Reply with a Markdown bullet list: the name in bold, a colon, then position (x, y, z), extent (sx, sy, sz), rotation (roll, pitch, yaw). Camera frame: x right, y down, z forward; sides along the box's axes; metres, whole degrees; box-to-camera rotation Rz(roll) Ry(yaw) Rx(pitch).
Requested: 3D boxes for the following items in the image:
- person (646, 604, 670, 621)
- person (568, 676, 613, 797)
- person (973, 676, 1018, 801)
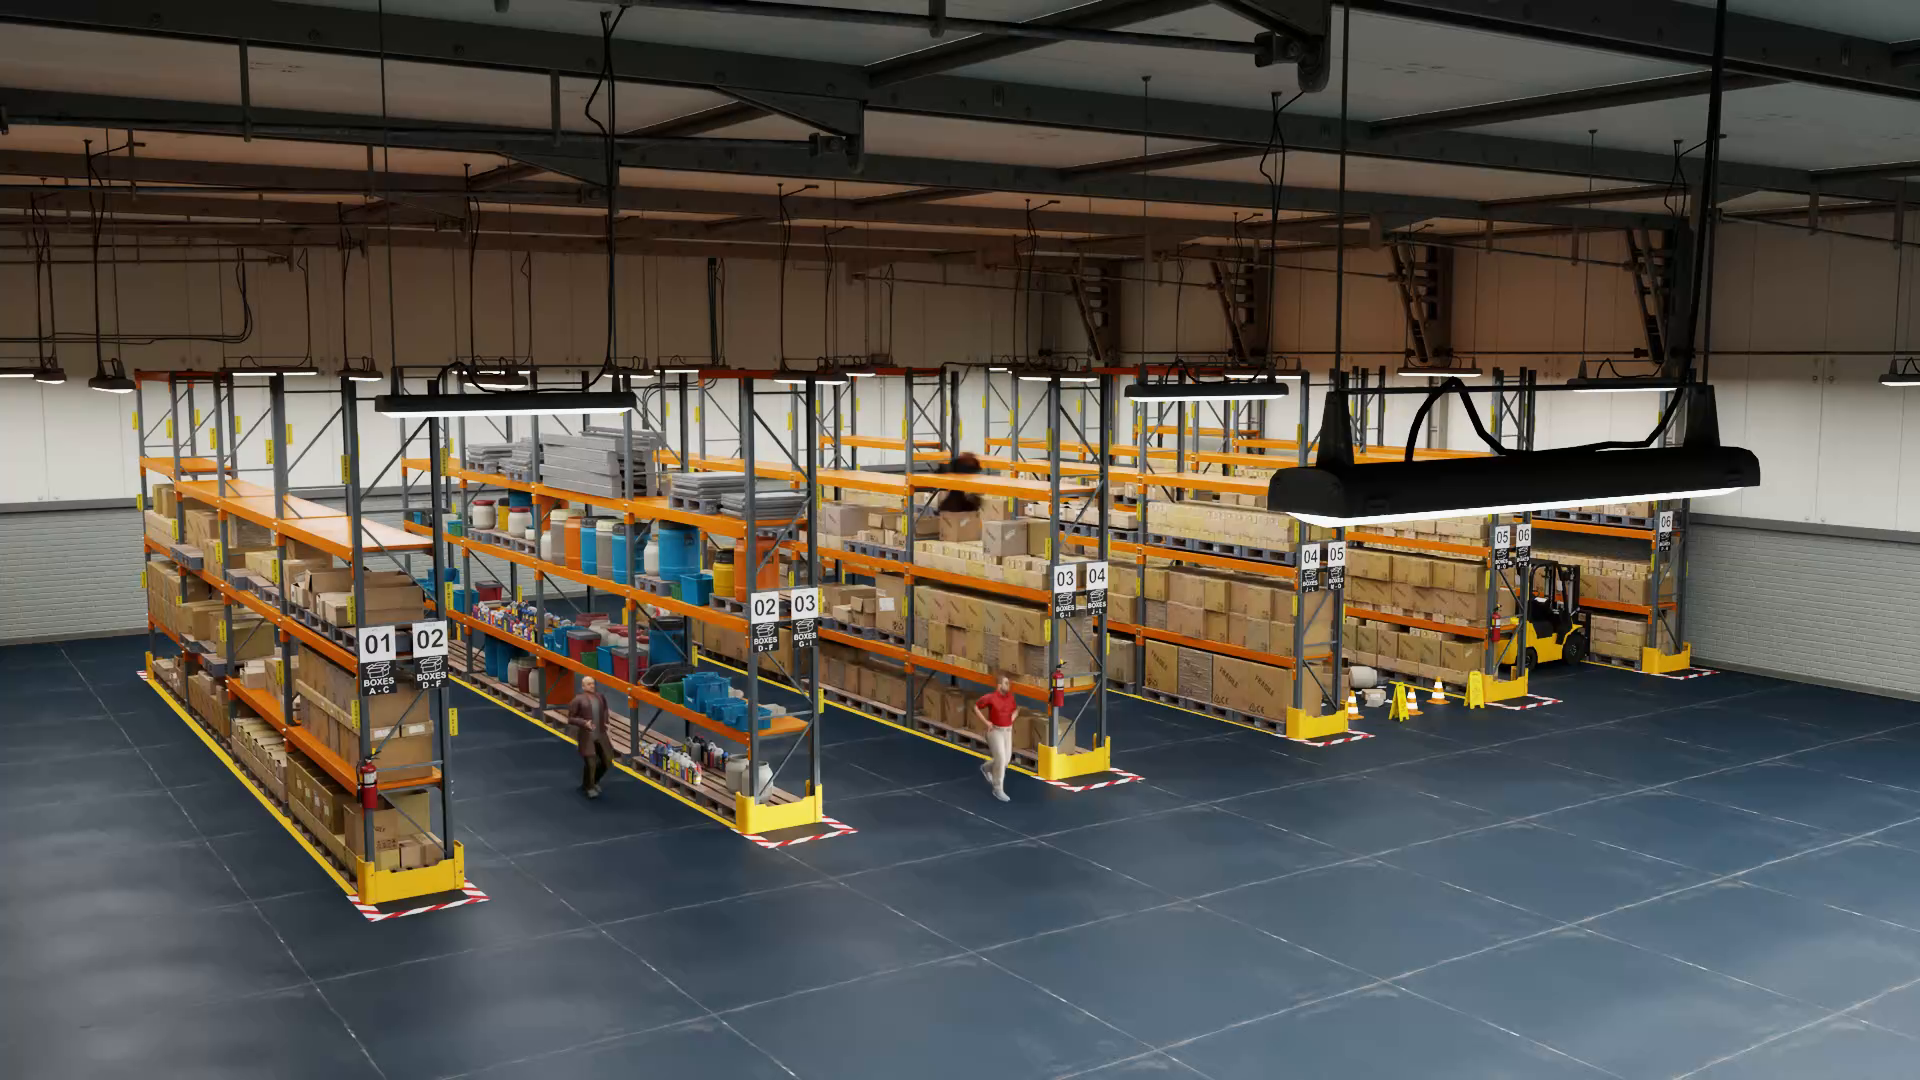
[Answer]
- **person**: position (-5.798, 1.794, 32.360), extent (0.632, 1.824, 0.705), rotation (-6, 9, -41)
- **person**: position (-5.182, 2.800, 23.578), extent (0.698, 1.735, 0.633), rotation (-5, 8, -40)
- **person**: position (0.579, 2.807, 23.965), extent (0.685, 1.716, 0.927), rotation (-6, 9, -42)
